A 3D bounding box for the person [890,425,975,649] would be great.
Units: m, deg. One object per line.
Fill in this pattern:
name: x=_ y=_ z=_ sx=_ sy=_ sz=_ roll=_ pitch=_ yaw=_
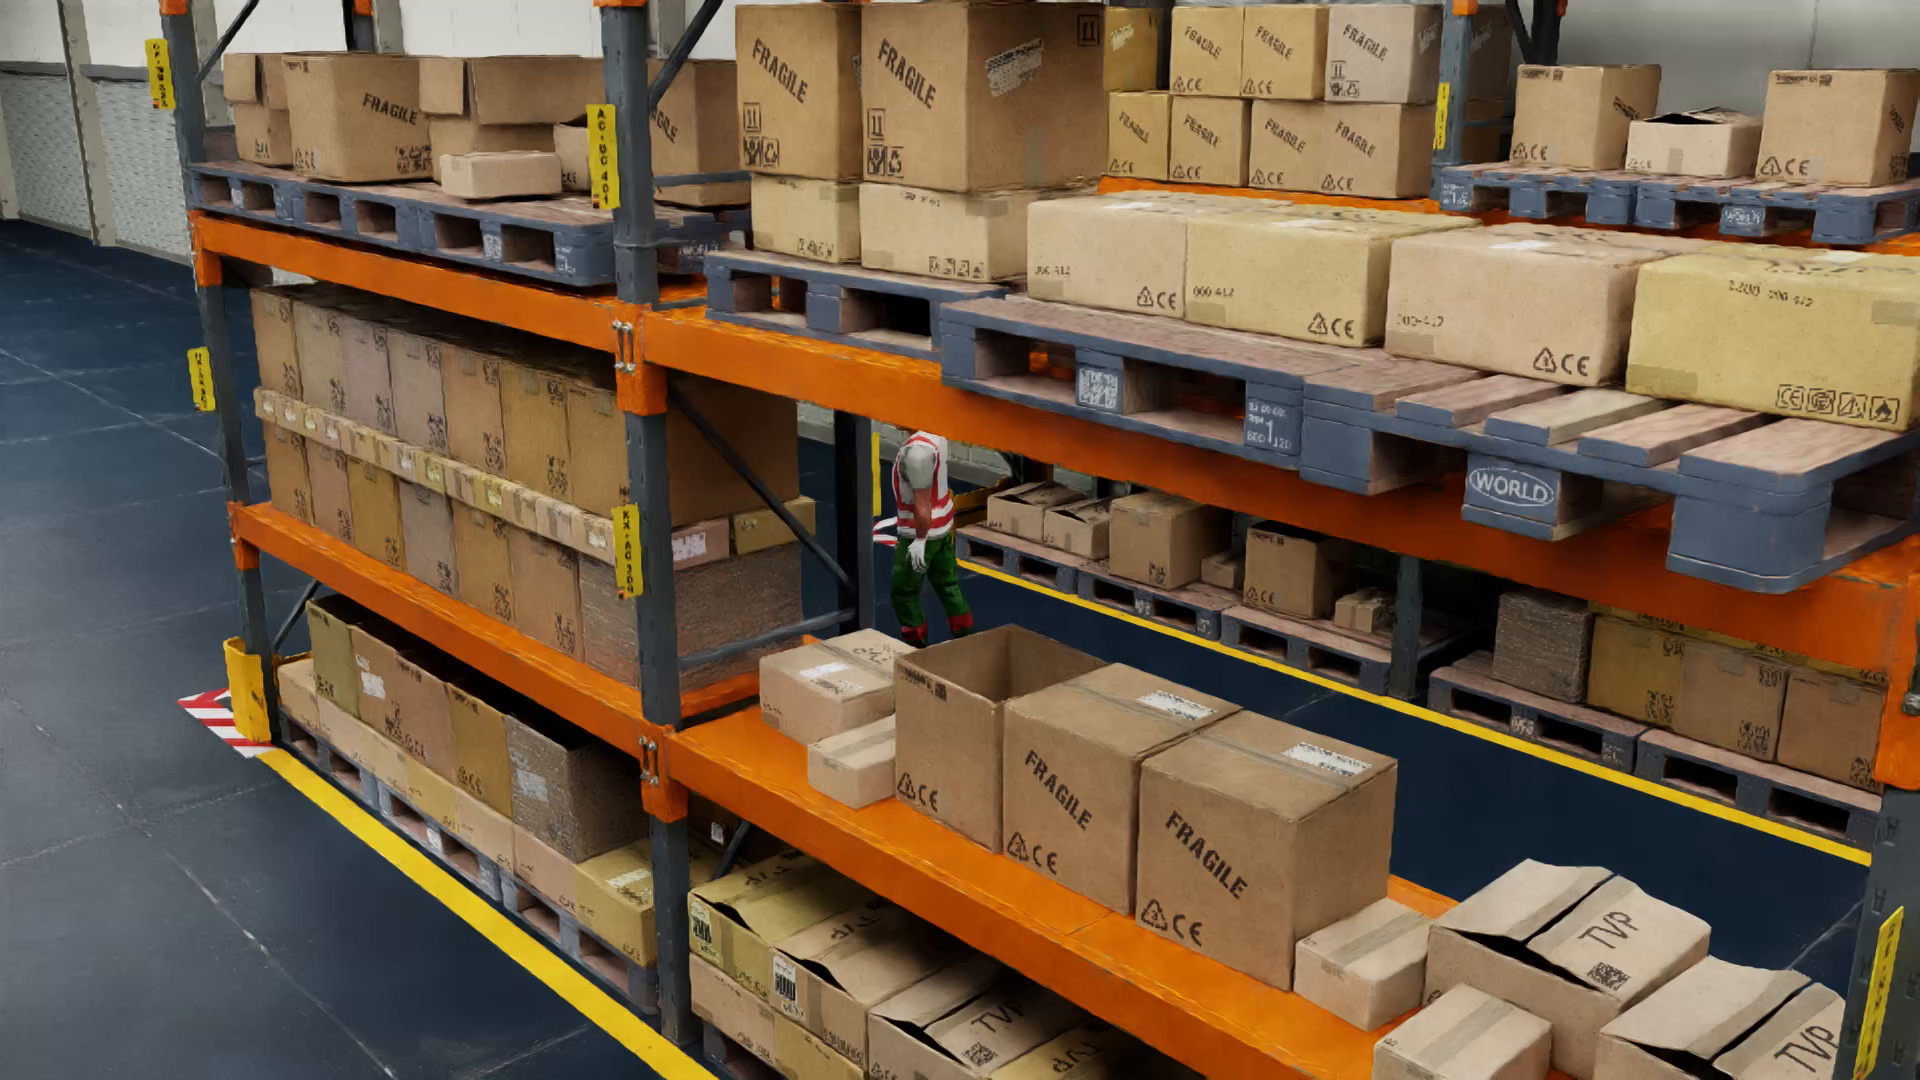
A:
person: x=-0.191 y=-0.053 z=9.681 sx=0.565 sy=1.781 sz=0.568 roll=5 pitch=18 yaw=15
